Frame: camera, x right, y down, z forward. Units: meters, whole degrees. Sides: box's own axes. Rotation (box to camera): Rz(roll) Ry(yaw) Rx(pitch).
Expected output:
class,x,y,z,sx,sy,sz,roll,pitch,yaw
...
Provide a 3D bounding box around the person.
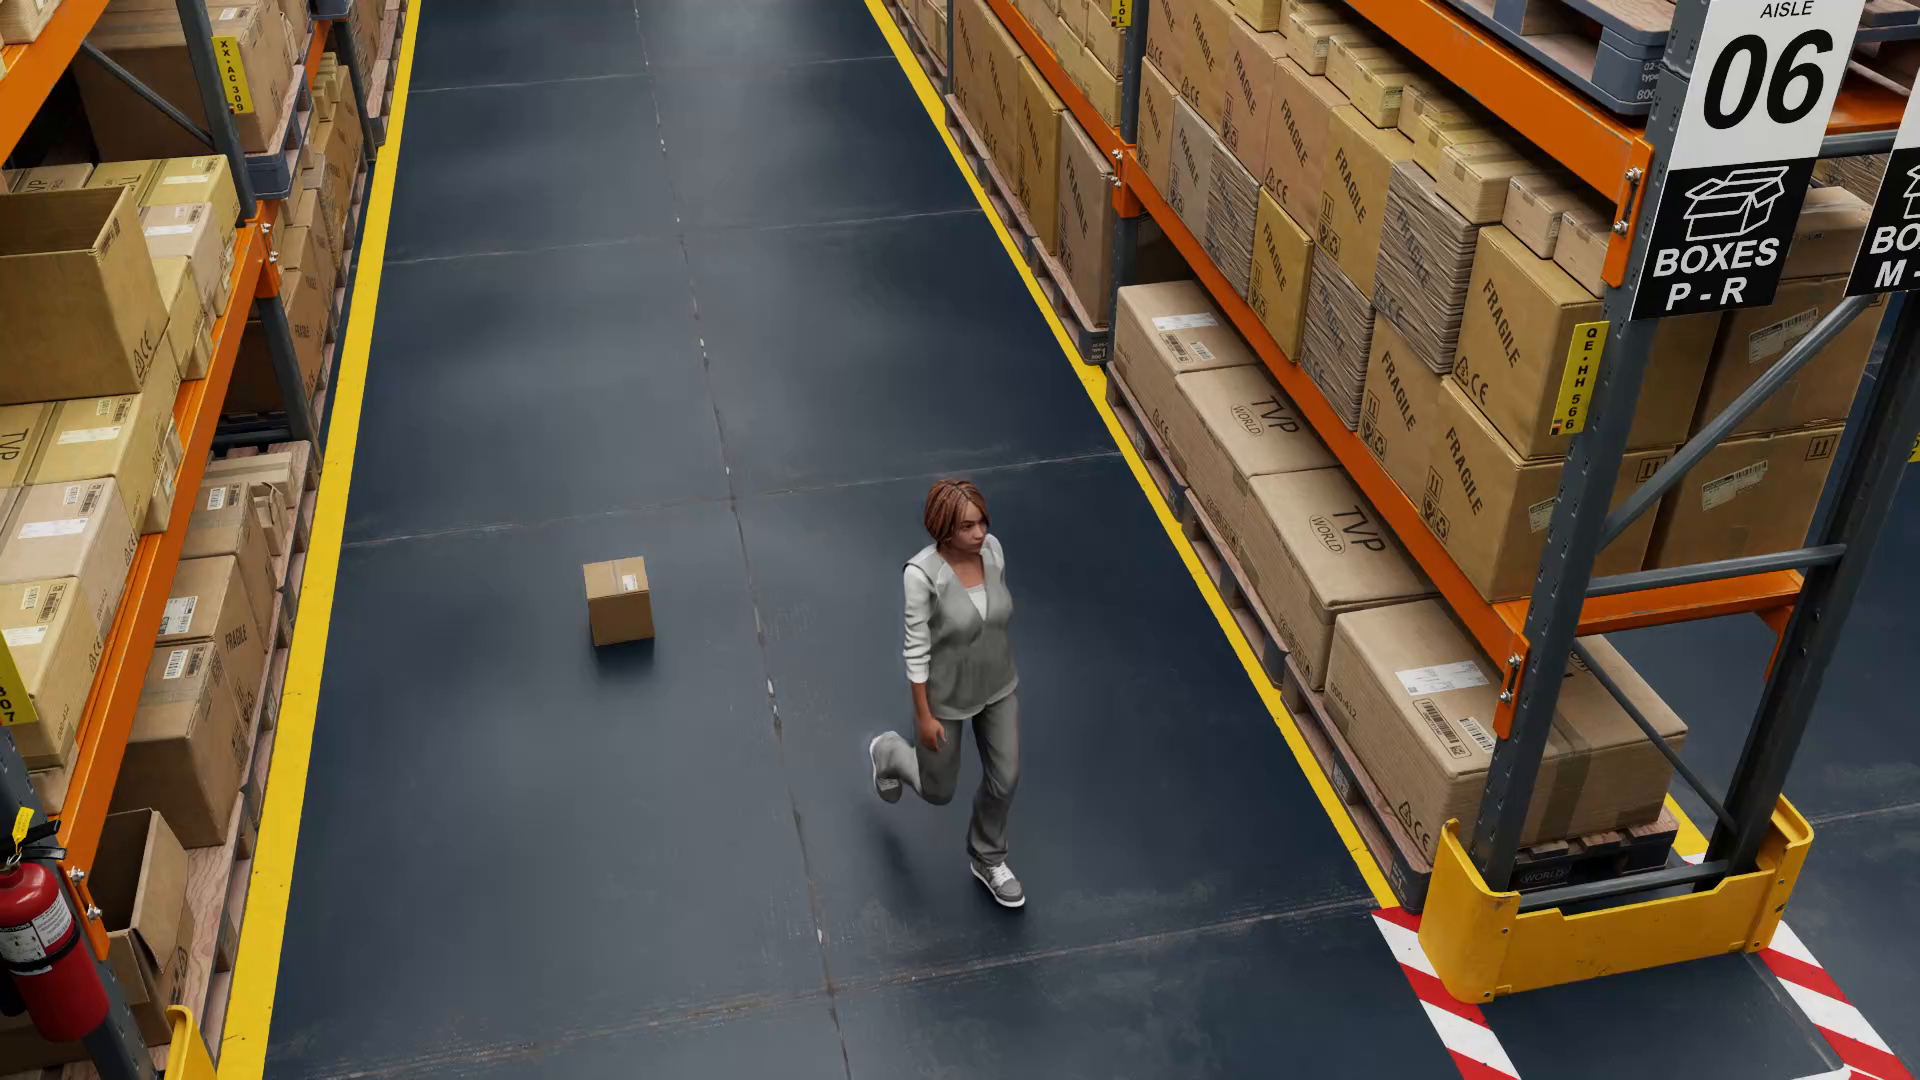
class,x,y,z,sx,sy,sz,roll,pitch,yaw
person,-0.029,0.506,5.490,0.400,1.472,0.717,-19,39,-26
